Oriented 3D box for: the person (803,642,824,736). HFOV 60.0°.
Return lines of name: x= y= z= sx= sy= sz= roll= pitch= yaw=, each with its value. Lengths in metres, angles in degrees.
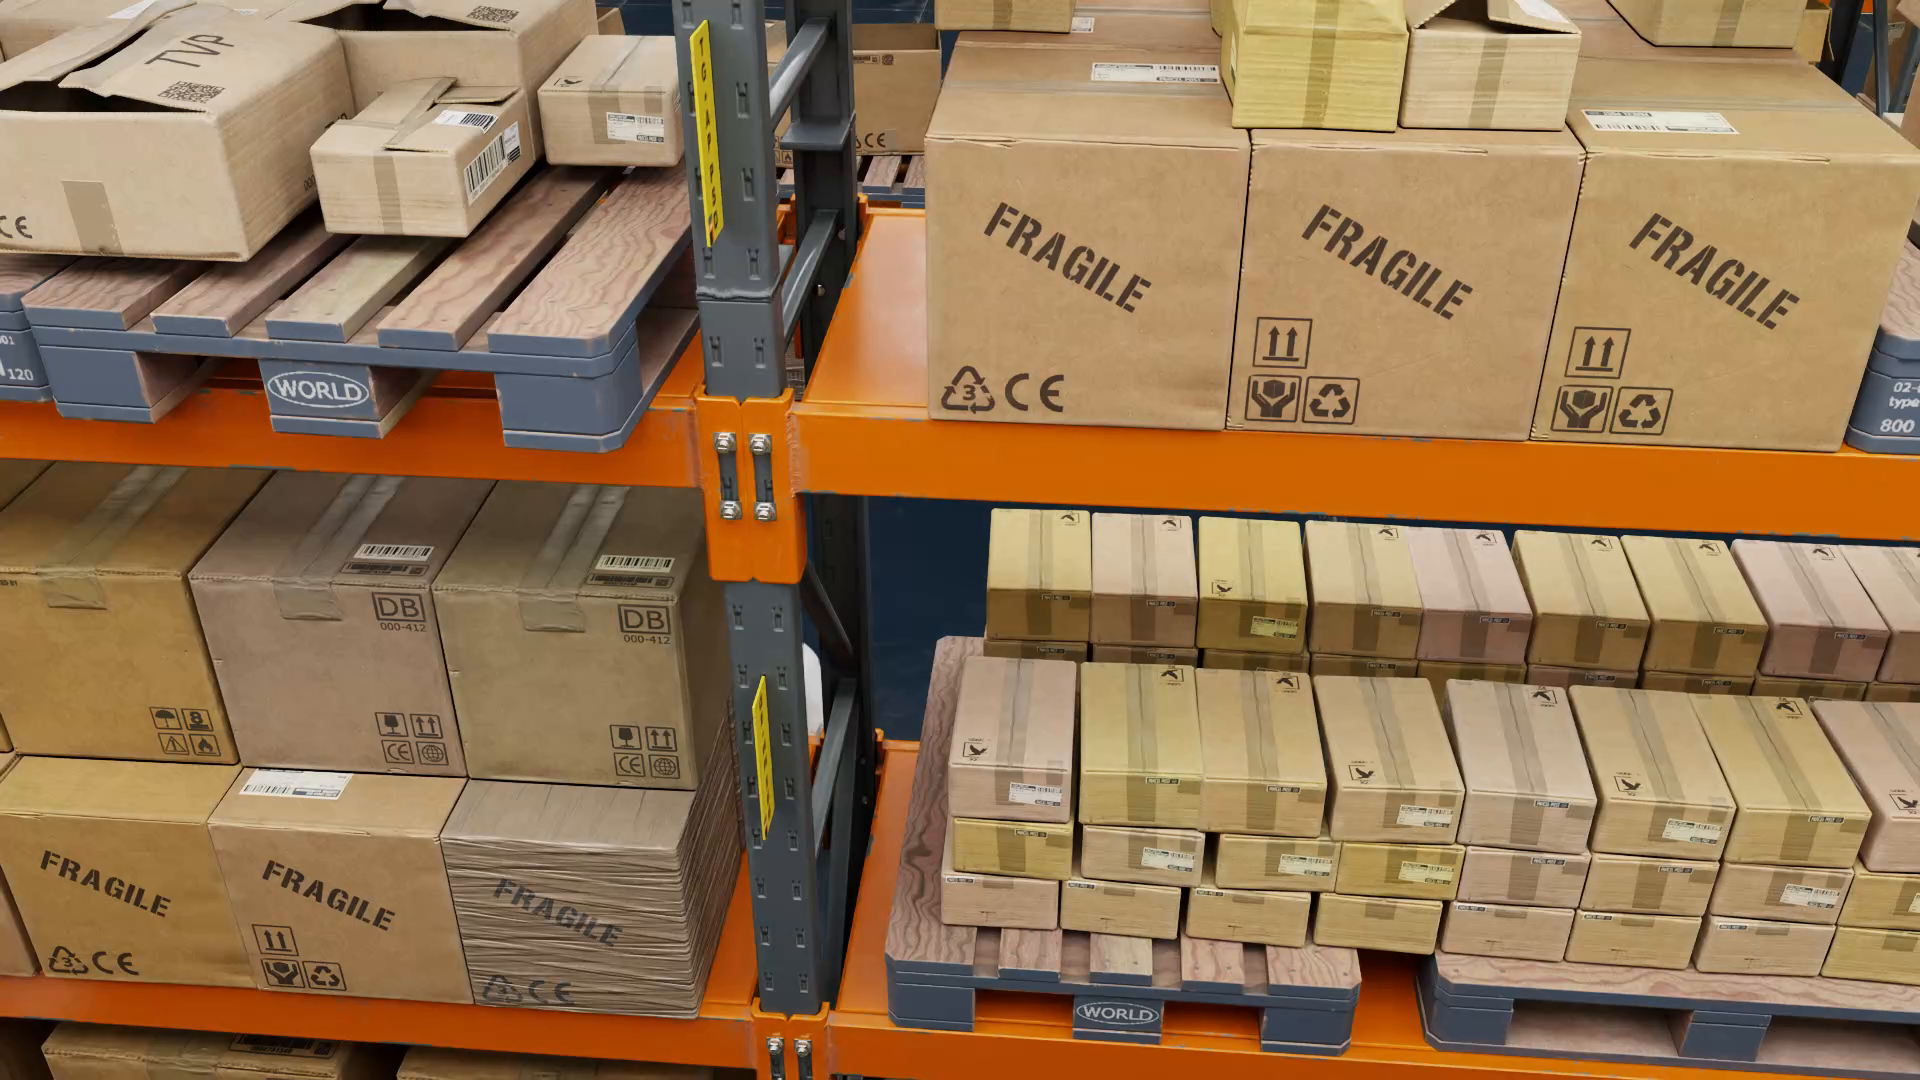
person: x=-0.902 y=0.609 z=5.920 sx=0.930 sy=0.985 sz=0.575 roll=1 pitch=32 yaw=2
